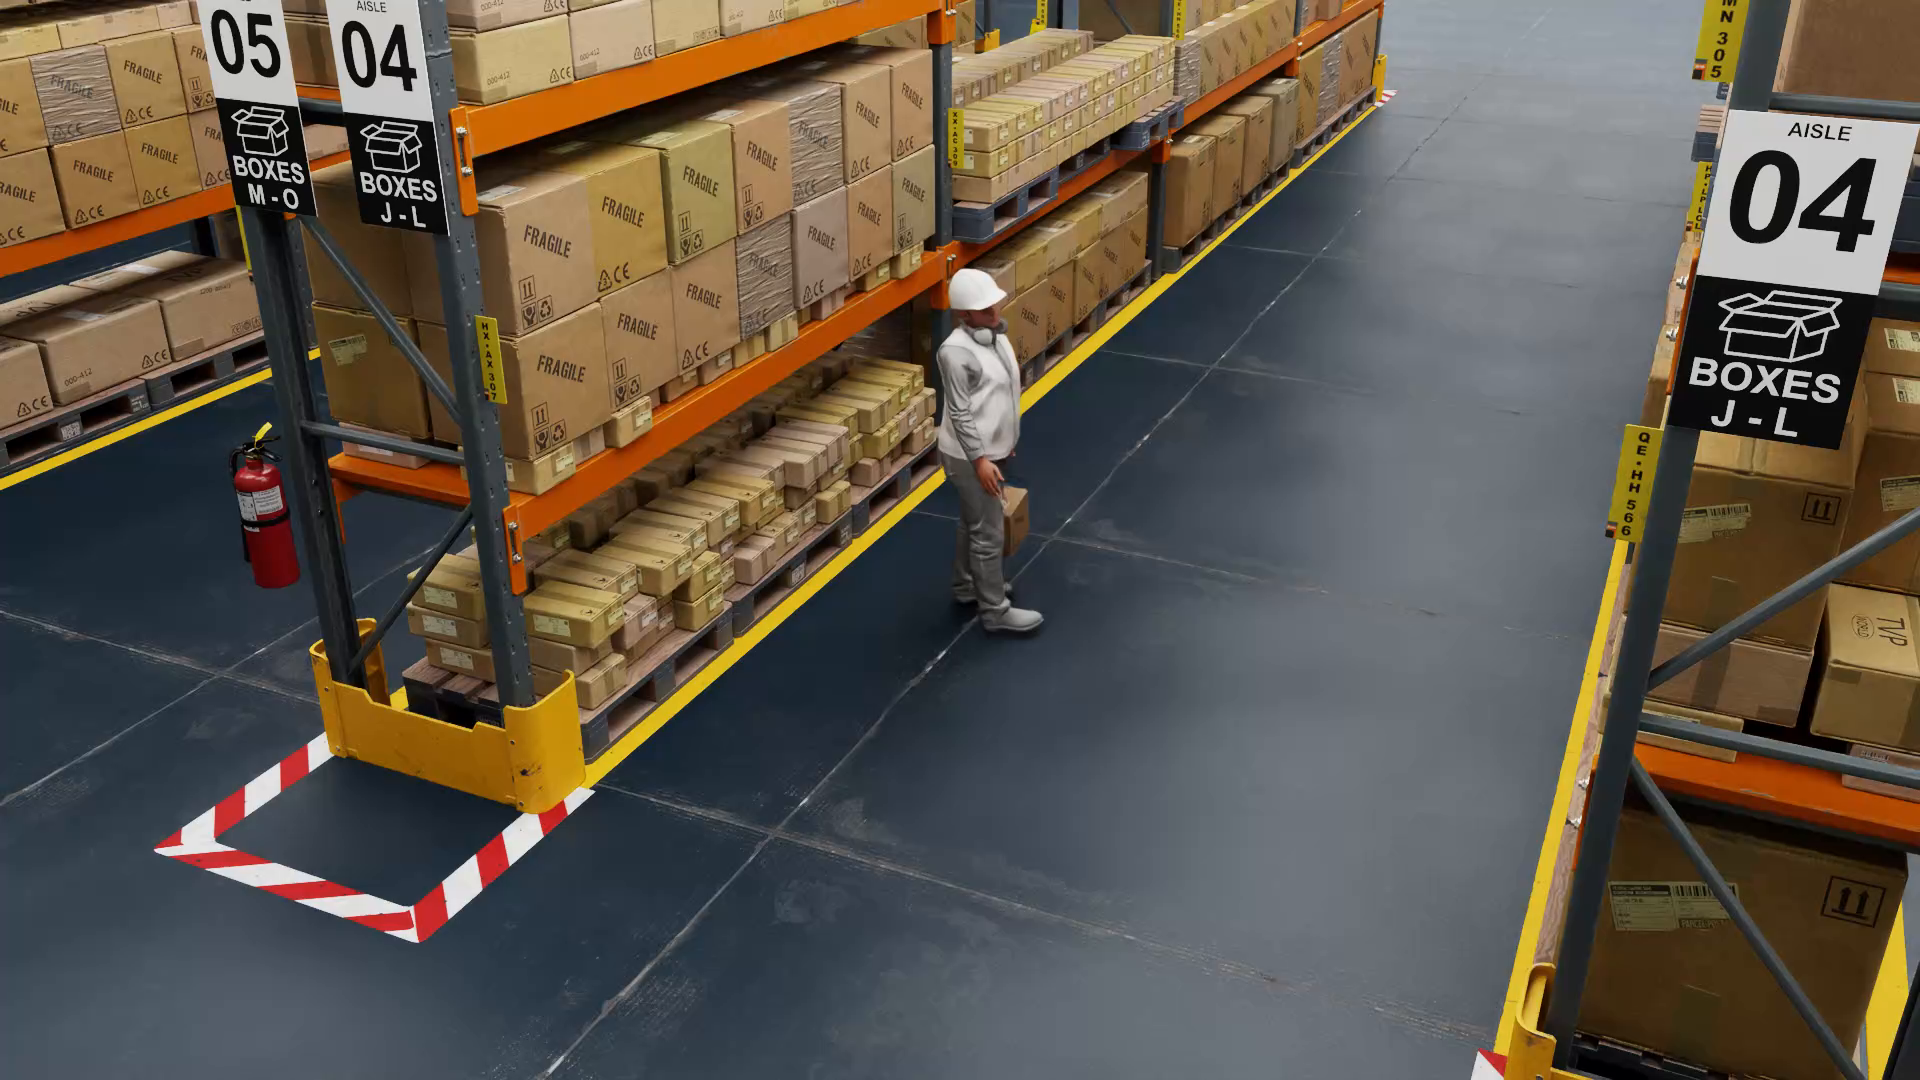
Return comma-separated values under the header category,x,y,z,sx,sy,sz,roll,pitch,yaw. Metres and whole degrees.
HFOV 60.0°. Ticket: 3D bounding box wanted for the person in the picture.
category,x,y,z,sx,sy,sz,roll,pitch,yaw
person,0.184,-0.427,7.910,0.535,1.776,0.577,8,27,16
